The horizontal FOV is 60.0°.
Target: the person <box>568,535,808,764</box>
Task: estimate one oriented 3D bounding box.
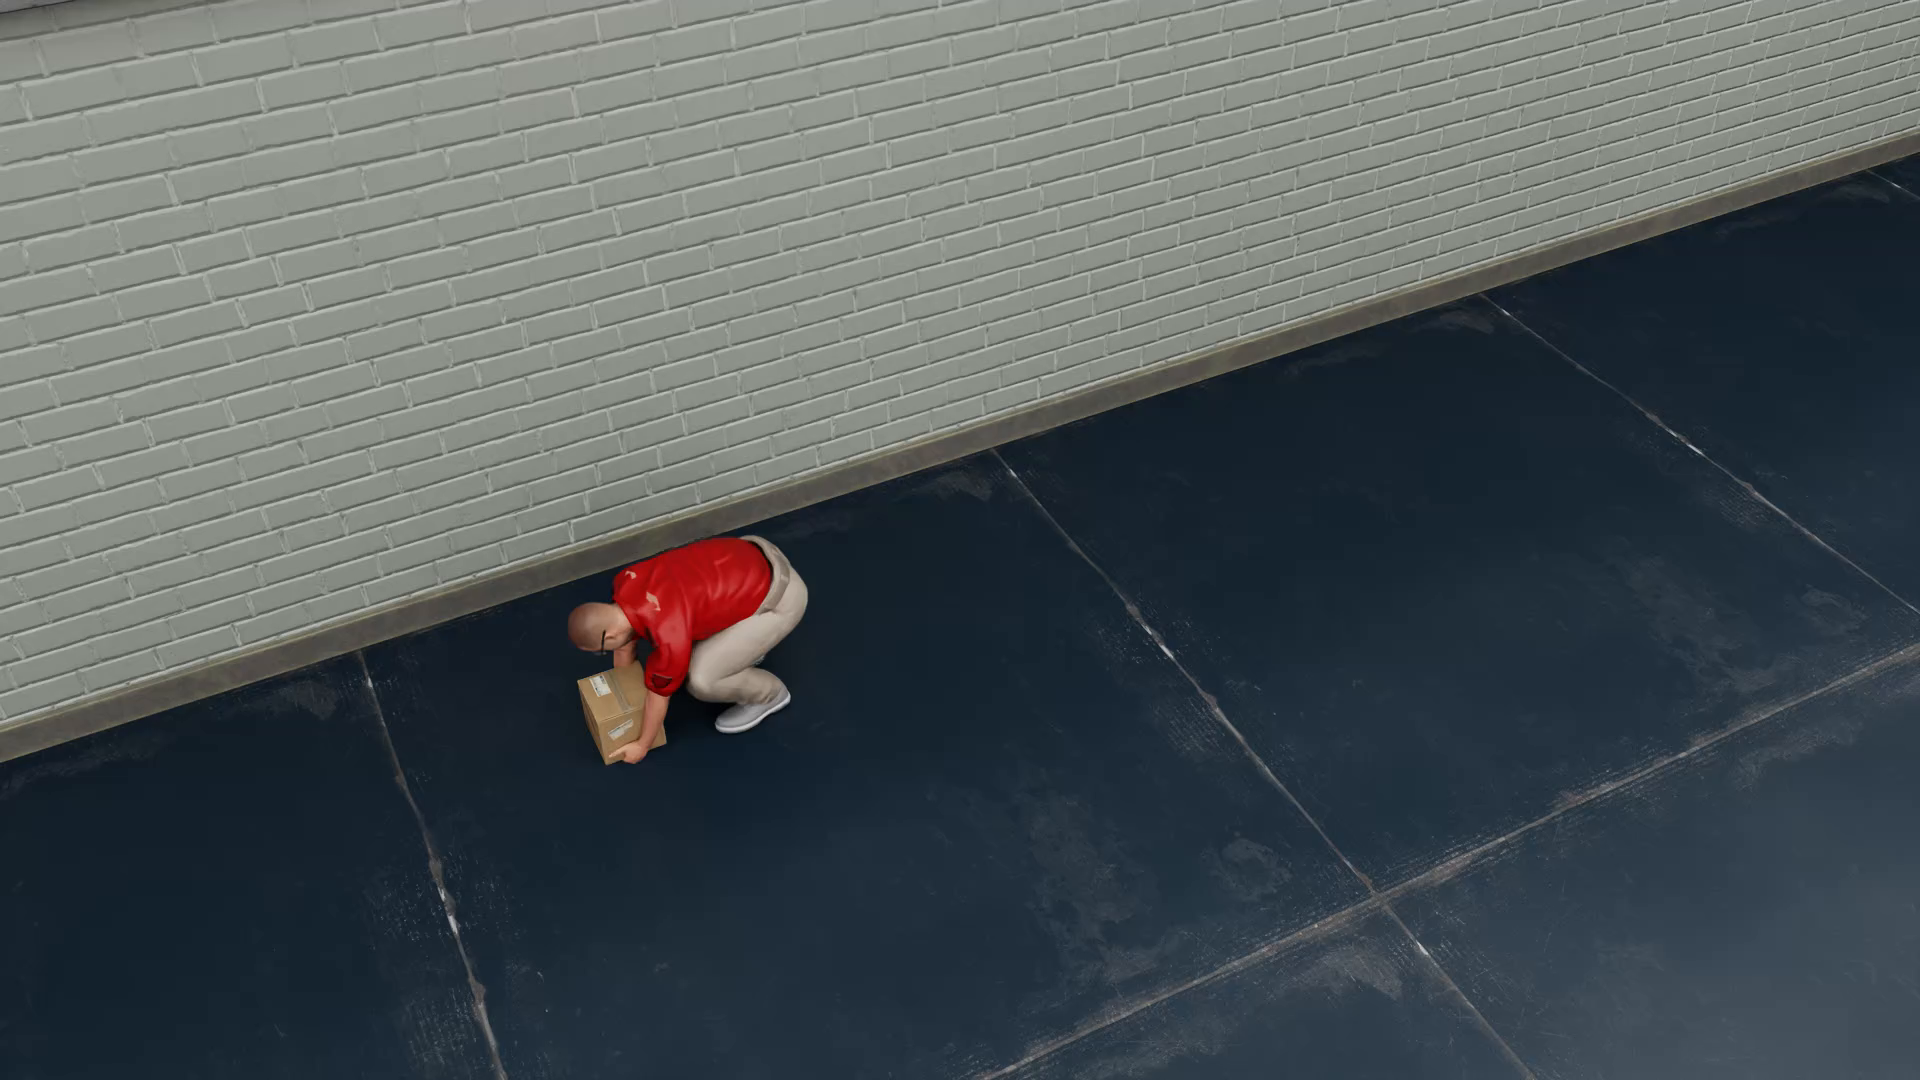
[{"bbox_3d":[-1.042,0.390,6.474,0.936,0.784,0.529,-20,45,-21],"label":"person"}]
